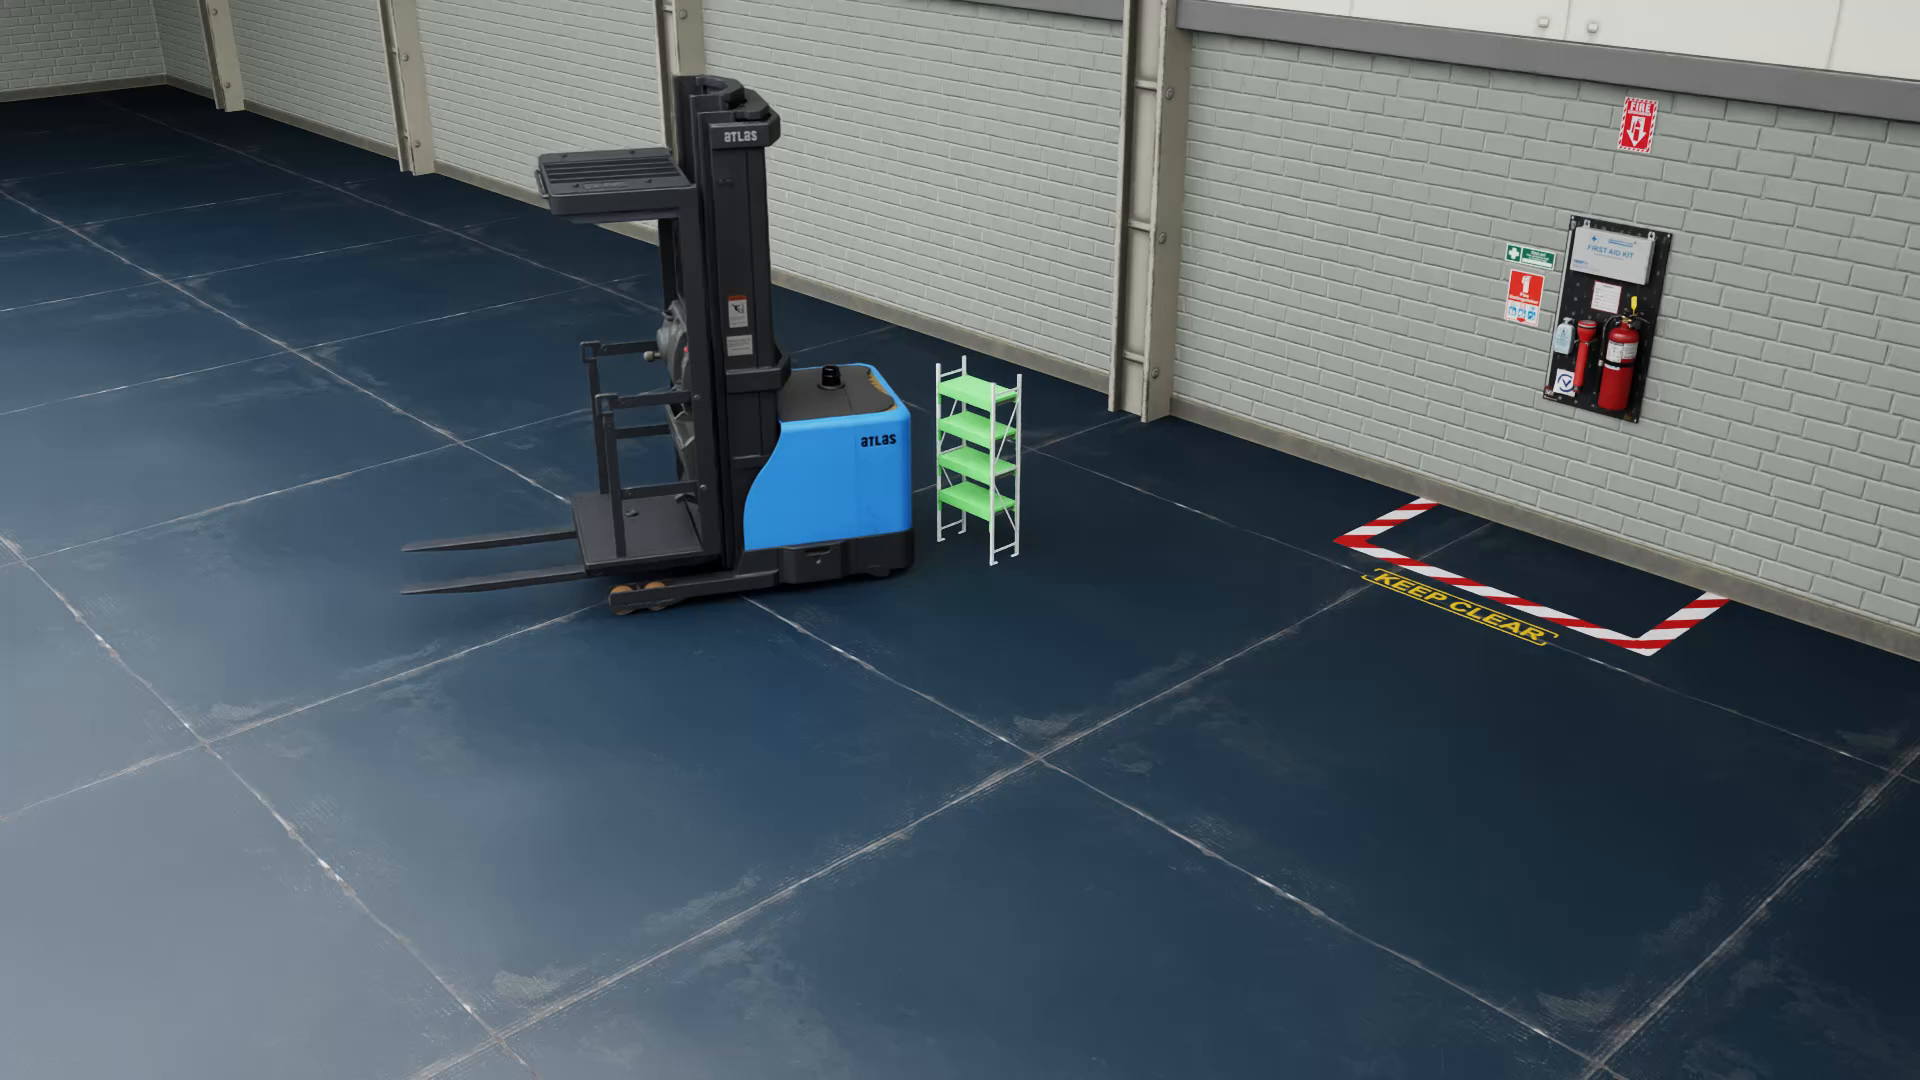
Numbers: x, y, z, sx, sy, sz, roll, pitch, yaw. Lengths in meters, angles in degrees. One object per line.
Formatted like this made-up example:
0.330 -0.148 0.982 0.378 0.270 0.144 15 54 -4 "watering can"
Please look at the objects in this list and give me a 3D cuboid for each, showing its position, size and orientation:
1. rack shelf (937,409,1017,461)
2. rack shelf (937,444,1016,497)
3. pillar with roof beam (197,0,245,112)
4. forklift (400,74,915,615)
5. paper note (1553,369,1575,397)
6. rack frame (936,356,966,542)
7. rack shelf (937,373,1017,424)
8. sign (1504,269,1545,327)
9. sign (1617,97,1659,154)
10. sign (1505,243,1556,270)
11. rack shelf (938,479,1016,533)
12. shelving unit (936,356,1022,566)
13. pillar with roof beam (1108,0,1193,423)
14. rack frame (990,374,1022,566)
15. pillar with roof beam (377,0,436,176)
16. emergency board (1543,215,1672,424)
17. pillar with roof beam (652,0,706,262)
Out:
0.113 -0.656 10.318 0.258 0.148 0.480 -21 32 -38 "rack shelf"
0.113 -0.438 10.418 0.258 0.148 0.480 -21 32 -38 "rack shelf"
-14.047 -9.326 20.350 9.100 9.000 0.400 -21 32 -38 "pillar with roof beam"
-1.856 -1.138 9.713 3.031 2.935 1.130 -7 25 -15 "forklift"
3.768 -0.978 10.341 0.016 0.148 0.142 -21 32 -38 "paper note"
-0.054 -0.570 10.553 0.240 1.200 0.015 -21 32 -38 "rack frame"
0.113 -0.874 10.218 0.258 0.148 0.480 -21 32 -38 "rack shelf"
3.536 -1.519 10.422 0.001 0.329 0.234 -21 32 -38 "sign"
3.905 -2.391 9.584 0.001 0.298 0.199 -21 32 -38 "sign"
3.532 -1.756 10.303 0.001 0.109 0.331 -21 32 -38 "sign"
0.113 -0.219 10.517 0.258 0.148 0.480 -21 32 -38 "rack shelf"
0.113 -0.496 10.391 0.258 1.200 0.503 -21 32 -38 "shelving unit"
-1.744 -3.872 8.396 9.100 9.000 0.400 -21 32 -38 "pillar with roof beam"
0.280 -0.422 10.229 0.240 1.200 0.015 -21 32 -38 "rack frame"
-9.946 -7.508 16.365 9.100 9.000 0.400 -21 32 -38 "pillar with roof beam"
3.838 -1.306 9.998 0.194 1.169 0.643 -21 32 -38 "emergency board"
-5.845 -5.690 12.380 9.100 9.000 0.400 -21 32 -38 "pillar with roof beam"
